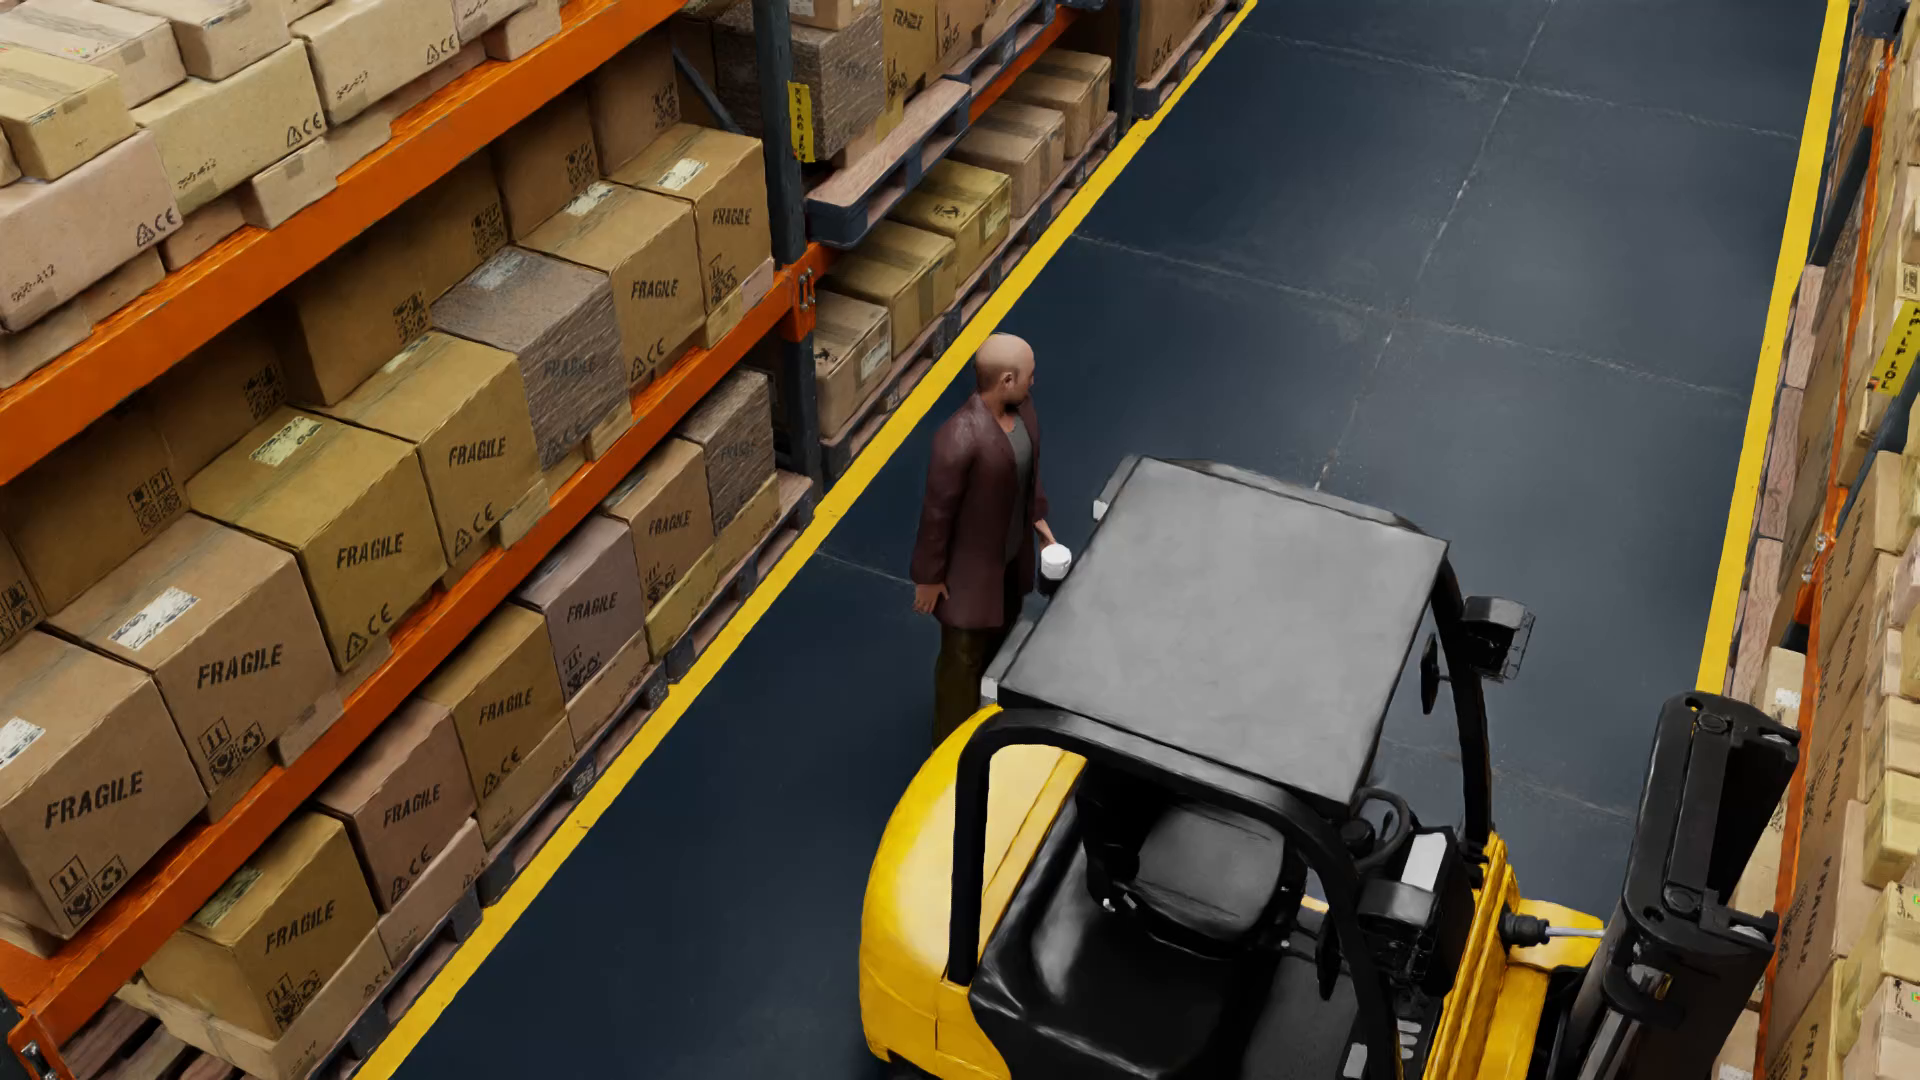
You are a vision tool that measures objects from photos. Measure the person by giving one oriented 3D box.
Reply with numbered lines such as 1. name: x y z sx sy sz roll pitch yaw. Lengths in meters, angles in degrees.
1. person: 0.121 0.069 6.114 0.654 1.781 0.691 30 49 29
